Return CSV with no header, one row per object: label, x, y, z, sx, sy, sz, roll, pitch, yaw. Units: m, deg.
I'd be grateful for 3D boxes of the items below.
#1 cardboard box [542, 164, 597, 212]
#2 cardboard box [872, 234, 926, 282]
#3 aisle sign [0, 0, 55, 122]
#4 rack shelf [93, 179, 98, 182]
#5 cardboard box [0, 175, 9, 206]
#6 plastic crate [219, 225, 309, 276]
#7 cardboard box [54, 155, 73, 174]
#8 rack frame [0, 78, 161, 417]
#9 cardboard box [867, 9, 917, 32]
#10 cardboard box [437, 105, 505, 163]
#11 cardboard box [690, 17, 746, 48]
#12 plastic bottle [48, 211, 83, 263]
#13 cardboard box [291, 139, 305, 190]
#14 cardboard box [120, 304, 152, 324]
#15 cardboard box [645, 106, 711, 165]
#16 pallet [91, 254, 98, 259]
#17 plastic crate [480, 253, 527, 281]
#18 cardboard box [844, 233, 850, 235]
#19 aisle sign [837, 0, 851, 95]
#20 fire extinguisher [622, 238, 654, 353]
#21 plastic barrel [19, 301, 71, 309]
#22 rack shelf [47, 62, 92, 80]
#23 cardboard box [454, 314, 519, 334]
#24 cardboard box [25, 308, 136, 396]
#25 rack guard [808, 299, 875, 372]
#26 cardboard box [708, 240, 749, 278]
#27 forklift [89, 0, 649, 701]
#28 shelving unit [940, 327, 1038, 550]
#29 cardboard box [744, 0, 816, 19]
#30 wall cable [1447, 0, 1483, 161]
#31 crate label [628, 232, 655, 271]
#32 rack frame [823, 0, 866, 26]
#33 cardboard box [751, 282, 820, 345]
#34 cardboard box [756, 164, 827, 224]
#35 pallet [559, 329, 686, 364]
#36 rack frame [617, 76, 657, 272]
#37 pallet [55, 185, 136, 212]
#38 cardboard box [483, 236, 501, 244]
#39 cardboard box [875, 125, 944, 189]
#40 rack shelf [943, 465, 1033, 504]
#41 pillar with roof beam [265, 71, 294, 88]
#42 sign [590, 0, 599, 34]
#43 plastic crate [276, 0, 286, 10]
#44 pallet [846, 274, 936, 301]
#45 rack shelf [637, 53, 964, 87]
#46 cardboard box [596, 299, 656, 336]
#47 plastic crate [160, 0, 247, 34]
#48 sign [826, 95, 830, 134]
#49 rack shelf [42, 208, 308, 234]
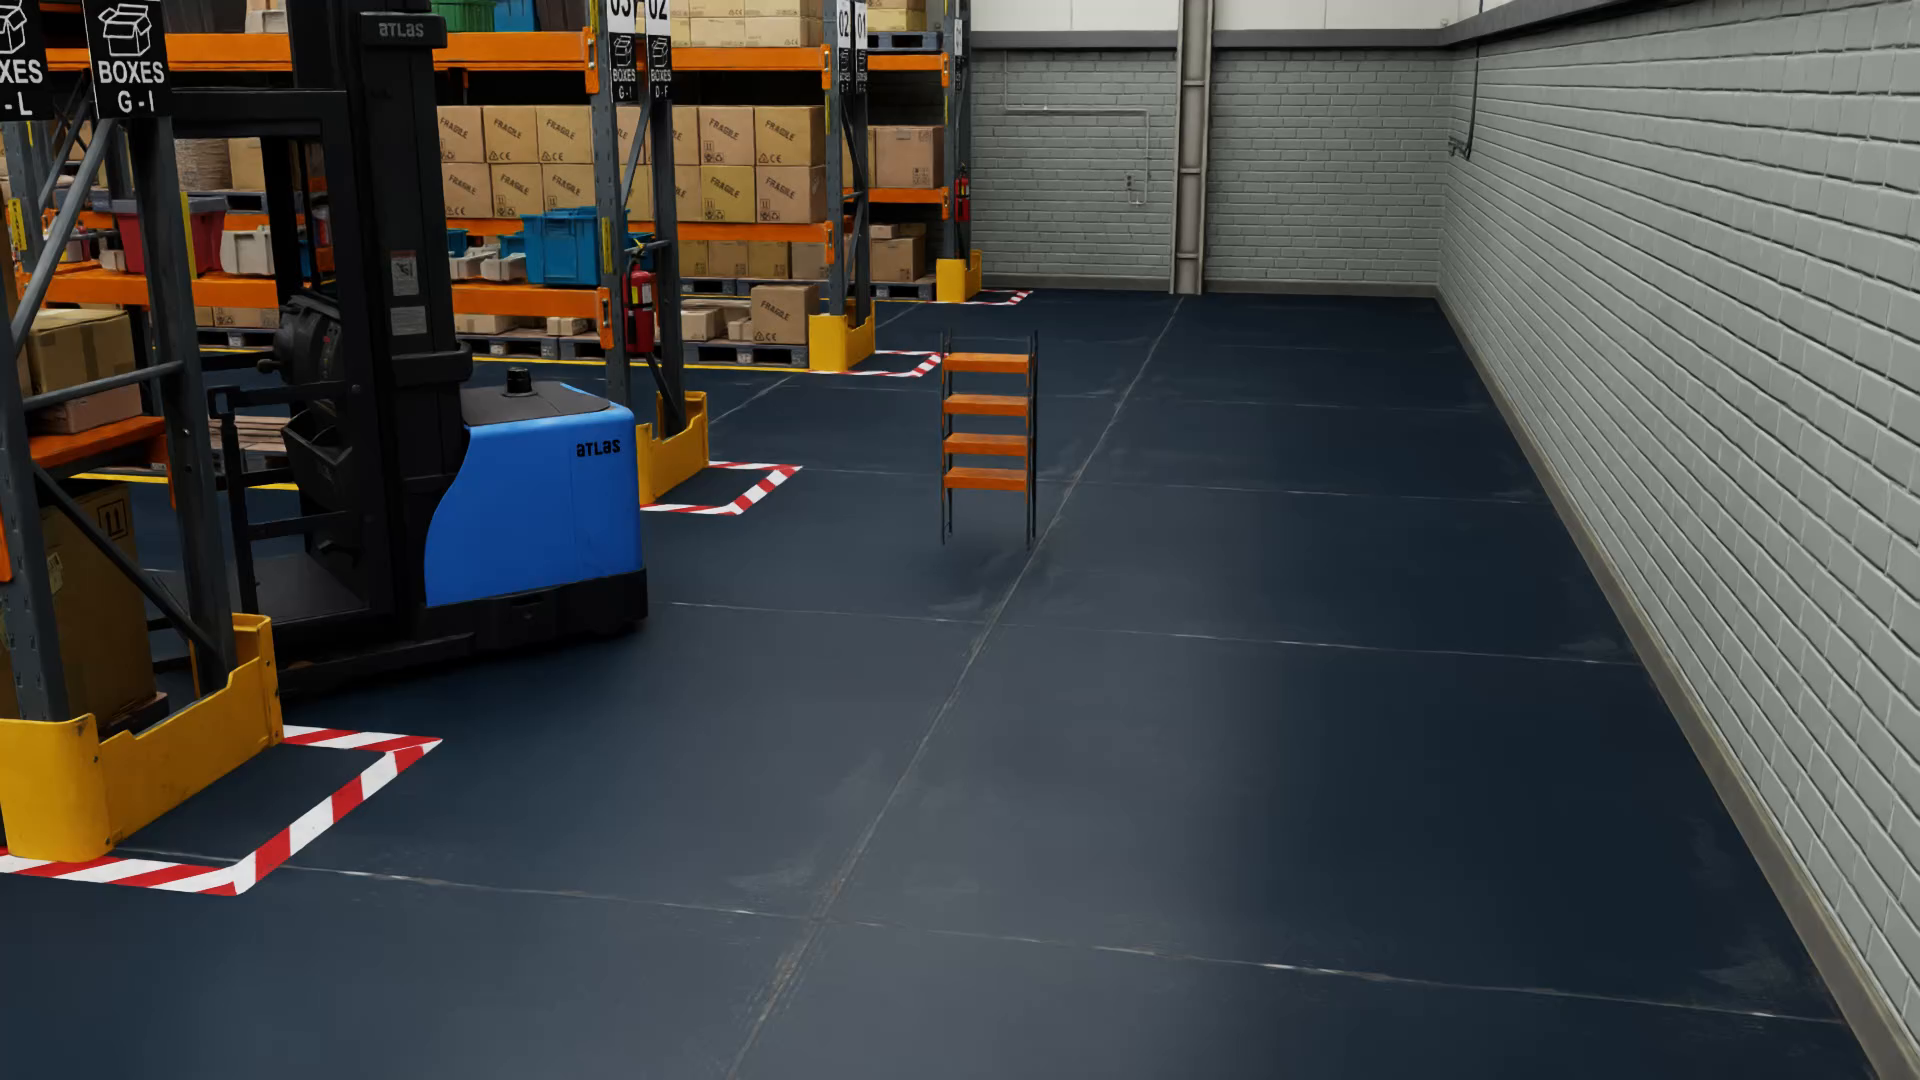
cardboard box,-3.496,-3.222,15.317,0.500,0.500,0.500,3,16,11
cardboard box,-0.736,-3.418,20.107,0.500,0.500,0.700,3,16,11
aisle sign,-2.981,-1.692,5.112,0.004,0.787,0.394,3,16,11
rack shelf,-9.830,-4.594,21.806,4.000,0.370,1.077,3,16,11
cardboard box,-9.691,-3.594,17.014,0.500,0.311,0.500,3,16,10
plastic crate,-4.464,-1.872,10.742,0.530,0.282,0.437,3,16,11
cardboard box,-12.207,-5.066,22.404,0.500,0.250,0.500,3,16,12
rack frame,-5.924,-2.030,11.202,0.127,3.000,1.000,3,16,11
cardboard box,-0.801,-6.002,19.230,0.500,0.250,0.500,4,16,13
cardboard box,-4.528,-3.757,15.376,0.500,0.500,0.500,4,16,13
cardboard box,-2.057,-4.474,14.686,0.500,0.250,0.500,3,16,11
plastic bottle,-6.244,-2.112,11.590,0.185,0.351,0.144,3,16,11
cardboard box,-6.039,-3.680,16.184,0.500,0.500,0.700,6,16,20
cardboard box,-7.950,-2.420,16.469,0.500,0.500,0.500,3,16,9
cardboard box,-2.509,-3.648,14.981,0.500,0.500,0.500,4,16,13
pallet,-12.455,-3.730,22.562,1.213,0.211,1.003,3,16,11
plastic crate,-2.839,-1.715,10.446,0.243,0.136,0.396,3,16,11
cardboard box,-1.315,-3.816,20.330,0.250,0.149,0.380,3,16,12
aisle sign,-1.008,-4.282,14.461,0.004,0.787,0.394,3,16,11
fire extinguisher,-1.947,-1.473,10.035,0.183,0.674,0.296,3,16,11
plastic barrel,-6.454,-1.255,11.546,0.708,0.901,0.600,3,16,11
rack shelf,-7.884,-3.235,11.281,4.000,0.370,1.077,3,16,11
cardboard box,-4.565,-2.163,15.894,0.500,0.311,0.500,3,16,11
cardboard box,-3.408,-0.689,6.083,0.500,0.250,0.500,3,16,10
rack guard,-1.088,-1.912,15.459,0.348,0.500,1.175,3,16,11
cardboard box,-2.746,-3.525,20.495,0.500,0.500,0.700,3,16,11
forklift,-2.989,-0.863,7.115,3.031,2.935,1.130,-10,19,-33
shelving unit,0.162,-0.569,9.300,0.503,1.200,0.258,3,16,11
cardboard box,-1.568,-4.688,14.521,0.500,0.250,0.500,3,16,11
wall cable,5.441,-5.409,17.979,0.112,2.526,3.097,3,16,11
crate label,-2.181,-1.865,10.806,0.303,0.233,0.416,3,16,11
rack frame,-1.014,-6.004,14.310,0.127,3.000,1.000,3,16,11
cardboard box,-1.595,-2.085,15.257,0.500,0.500,0.500,3,16,11
cardboard box,-1.507,-3.114,14.926,0.500,0.500,0.500,4,16,13
pallet,-3.061,-1.881,15.886,1.213,0.211,1.003,3,16,11
rack frame,-3.950,-4.622,20.558,0.127,3.000,1.000,3,16,11
pallet,-8.175,-3.428,16.609,1.003,0.211,1.213,3,16,11
cardboard box,-5.484,-3.835,20.959,0.750,0.750,0.750,4,16,13
cardboard box,-0.532,-4.578,19.838,0.700,0.700,0.980,4,16,14
rack shelf,0.162,-0.313,9.371,0.480,0.148,0.258,3,16,11
pillar with roof beam,-9.829,-6.895,17.526,0.400,9.000,9.100,3,16,11
sign,-2.098,-3.068,9.524,0.005,0.325,0.100,3,16,11
plastic crate,-4.115,-3.404,10.766,0.530,0.282,0.437,3,16,11
pallet,-0.829,-3.087,20.241,1.213,0.211,1.003,3,16,11
rack shelf,-1.990,-5.614,19.869,4.000,0.370,1.077,3,16,11
cardboard box,-3.091,-2.236,15.797,0.637,0.503,0.797,3,16,11
plastic crate,-4.761,-3.275,10.321,0.590,0.269,0.497,3,16,11
sign,-1.144,-3.679,14.394,0.005,0.325,0.100,3,16,11
rack shelf,-6.893,-3.085,16.359,4.000,0.370,1.077,3,16,11
